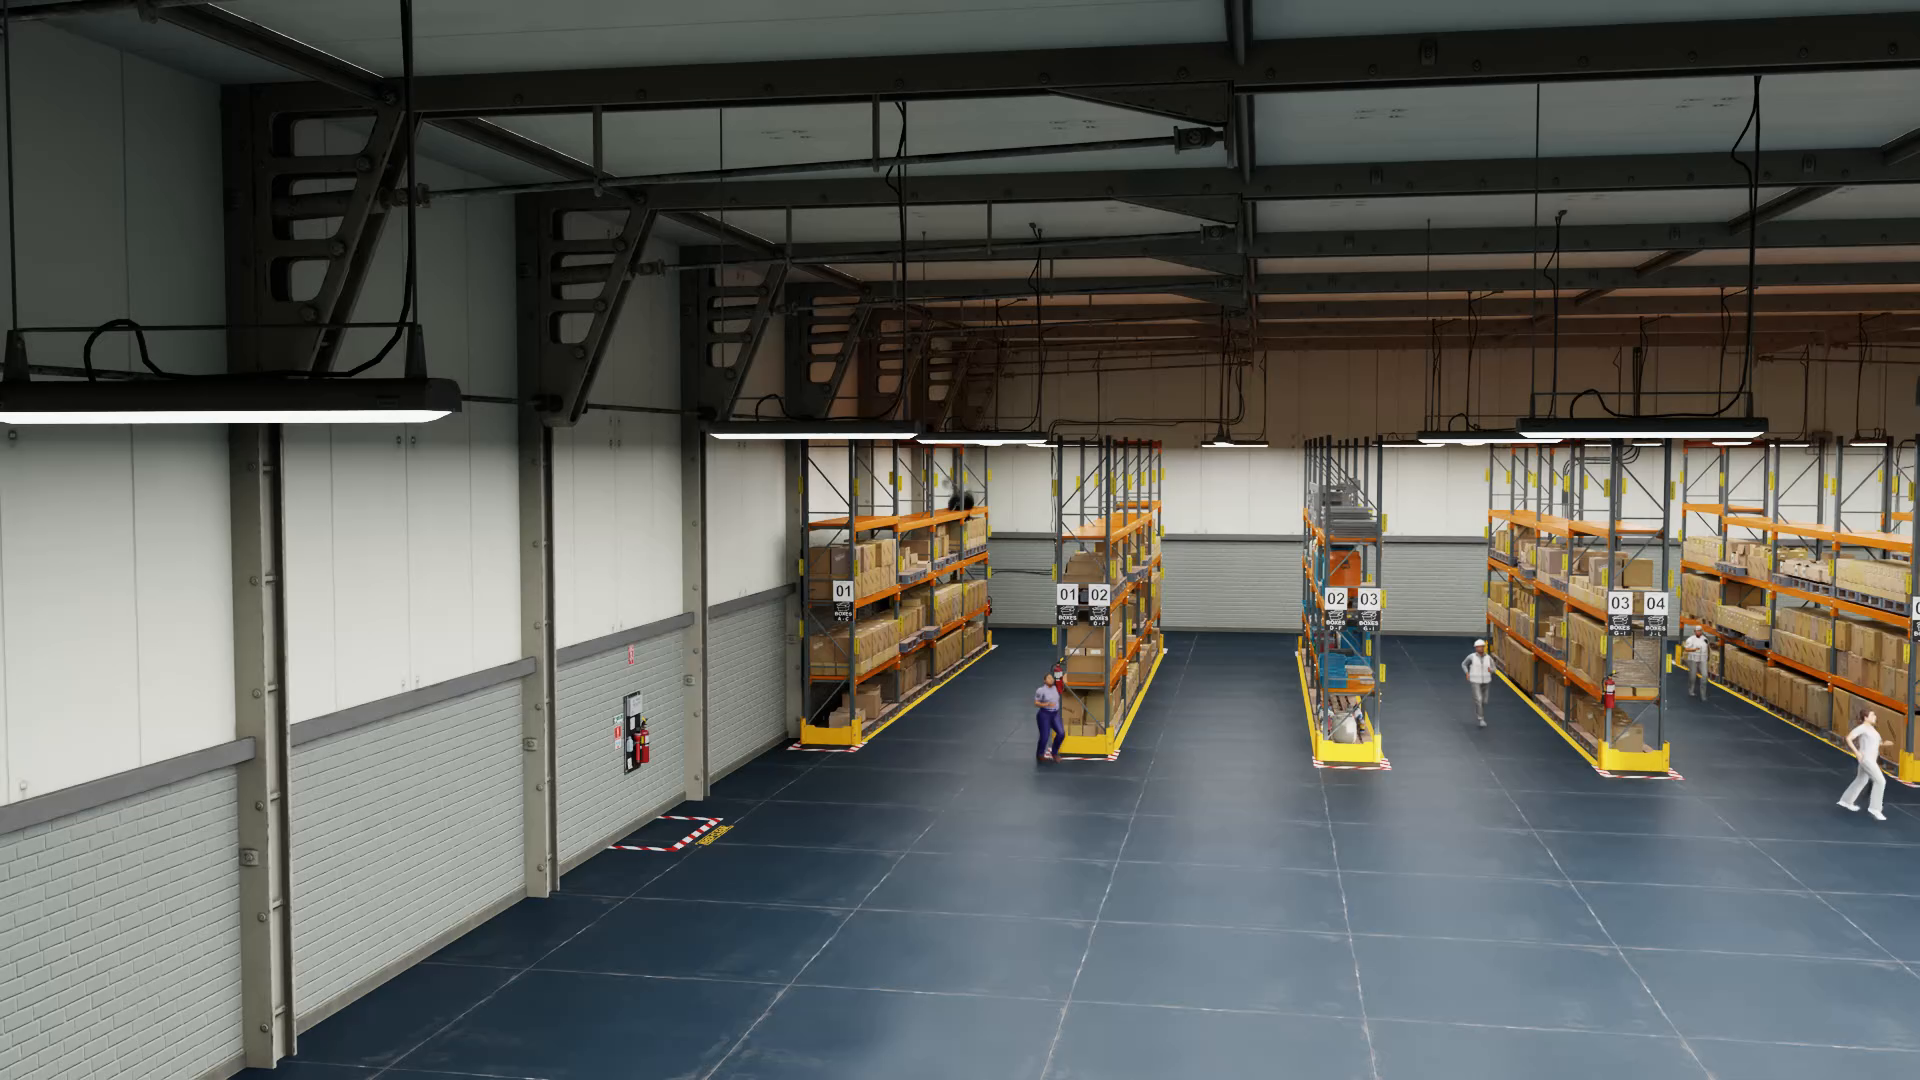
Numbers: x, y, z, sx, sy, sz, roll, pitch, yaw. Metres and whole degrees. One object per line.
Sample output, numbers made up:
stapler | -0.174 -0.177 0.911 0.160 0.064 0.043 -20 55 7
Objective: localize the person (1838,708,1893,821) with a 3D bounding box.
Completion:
person | 14.131 3.479 25.953 0.761 1.726 0.533 3 4 41

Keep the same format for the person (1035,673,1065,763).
person | 1.647 3.283 30.418 0.601 1.655 0.596 -2 4 -34

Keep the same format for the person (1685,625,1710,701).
person | 16.976 2.820 38.274 0.590 1.721 0.726 1 3 10

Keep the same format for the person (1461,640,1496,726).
person | 10.826 2.948 34.634 0.662 1.749 0.961 0 3 -3
